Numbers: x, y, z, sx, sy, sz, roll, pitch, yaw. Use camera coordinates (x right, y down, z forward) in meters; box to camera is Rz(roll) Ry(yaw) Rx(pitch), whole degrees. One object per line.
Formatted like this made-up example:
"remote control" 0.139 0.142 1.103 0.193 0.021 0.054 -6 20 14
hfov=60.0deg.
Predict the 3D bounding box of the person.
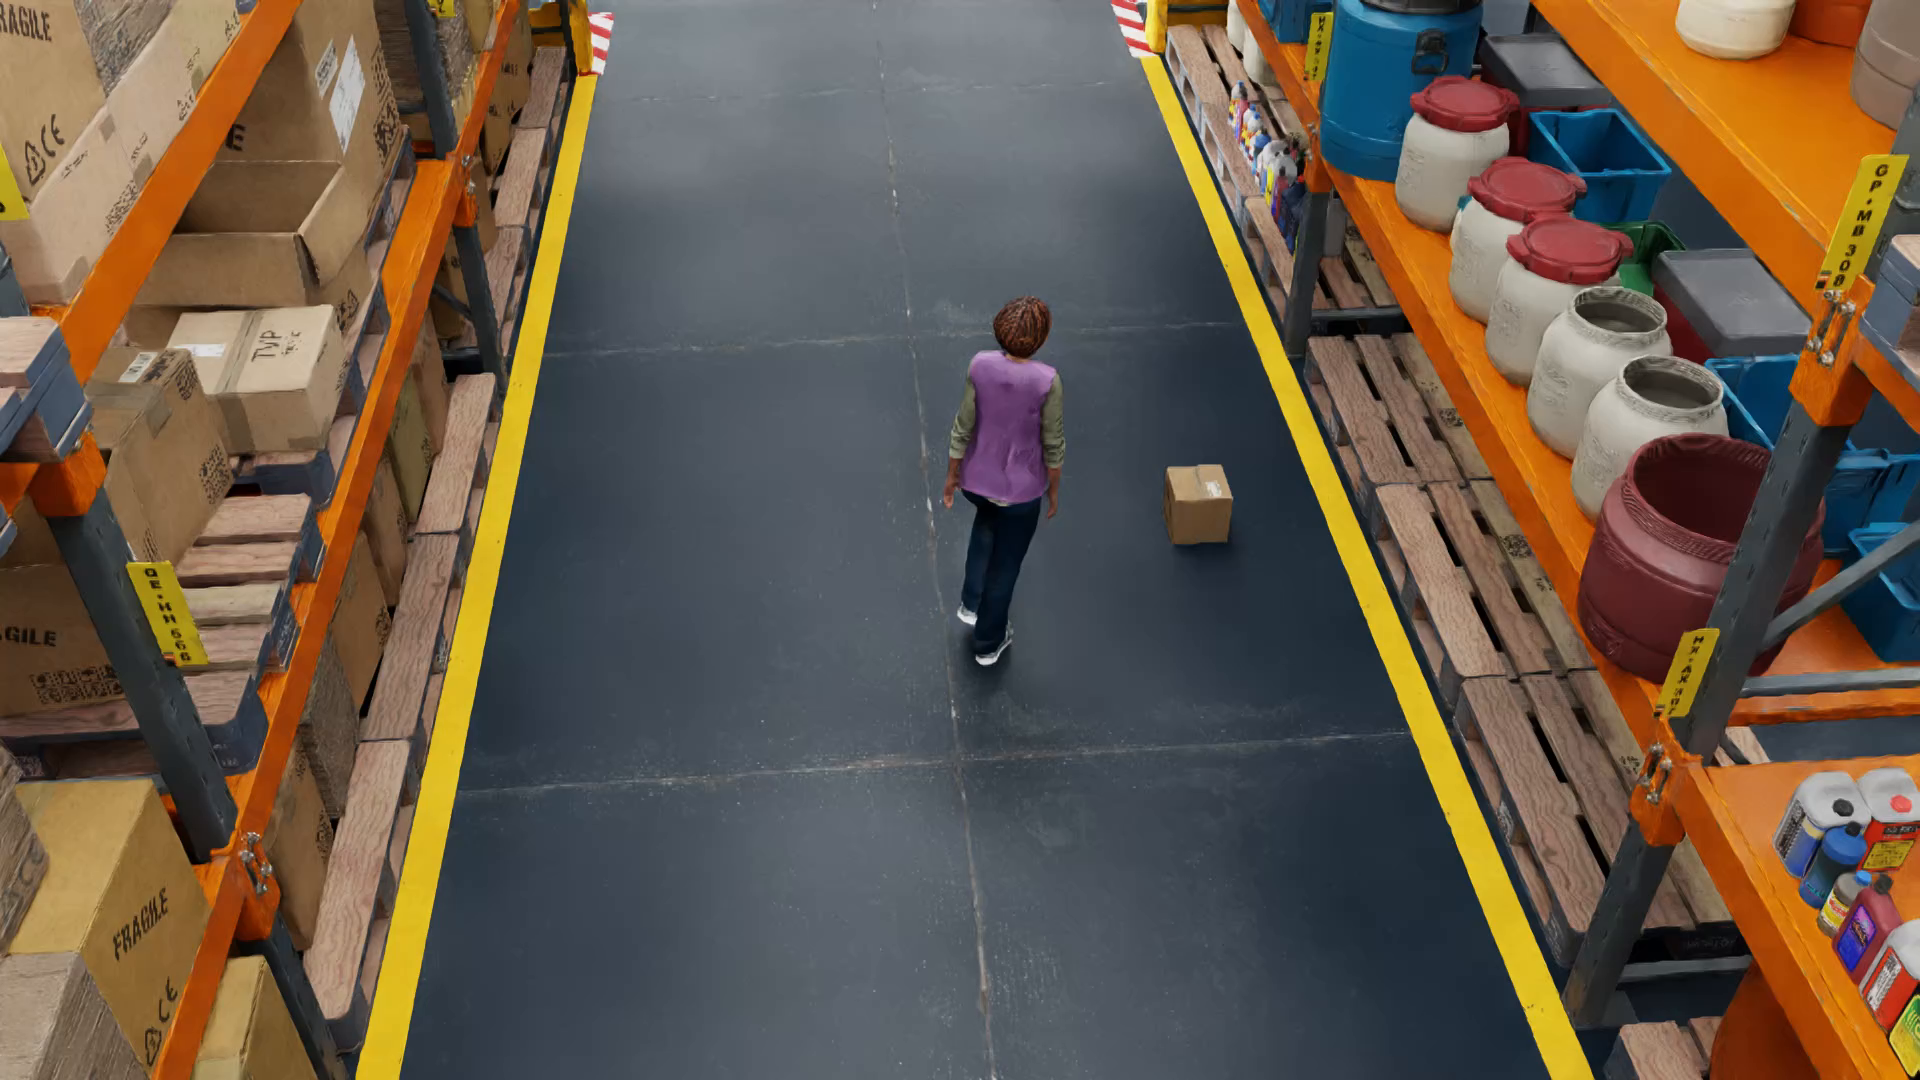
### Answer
"person" 0.175 -0.205 6.395 0.445 1.573 0.461 16 42 19
